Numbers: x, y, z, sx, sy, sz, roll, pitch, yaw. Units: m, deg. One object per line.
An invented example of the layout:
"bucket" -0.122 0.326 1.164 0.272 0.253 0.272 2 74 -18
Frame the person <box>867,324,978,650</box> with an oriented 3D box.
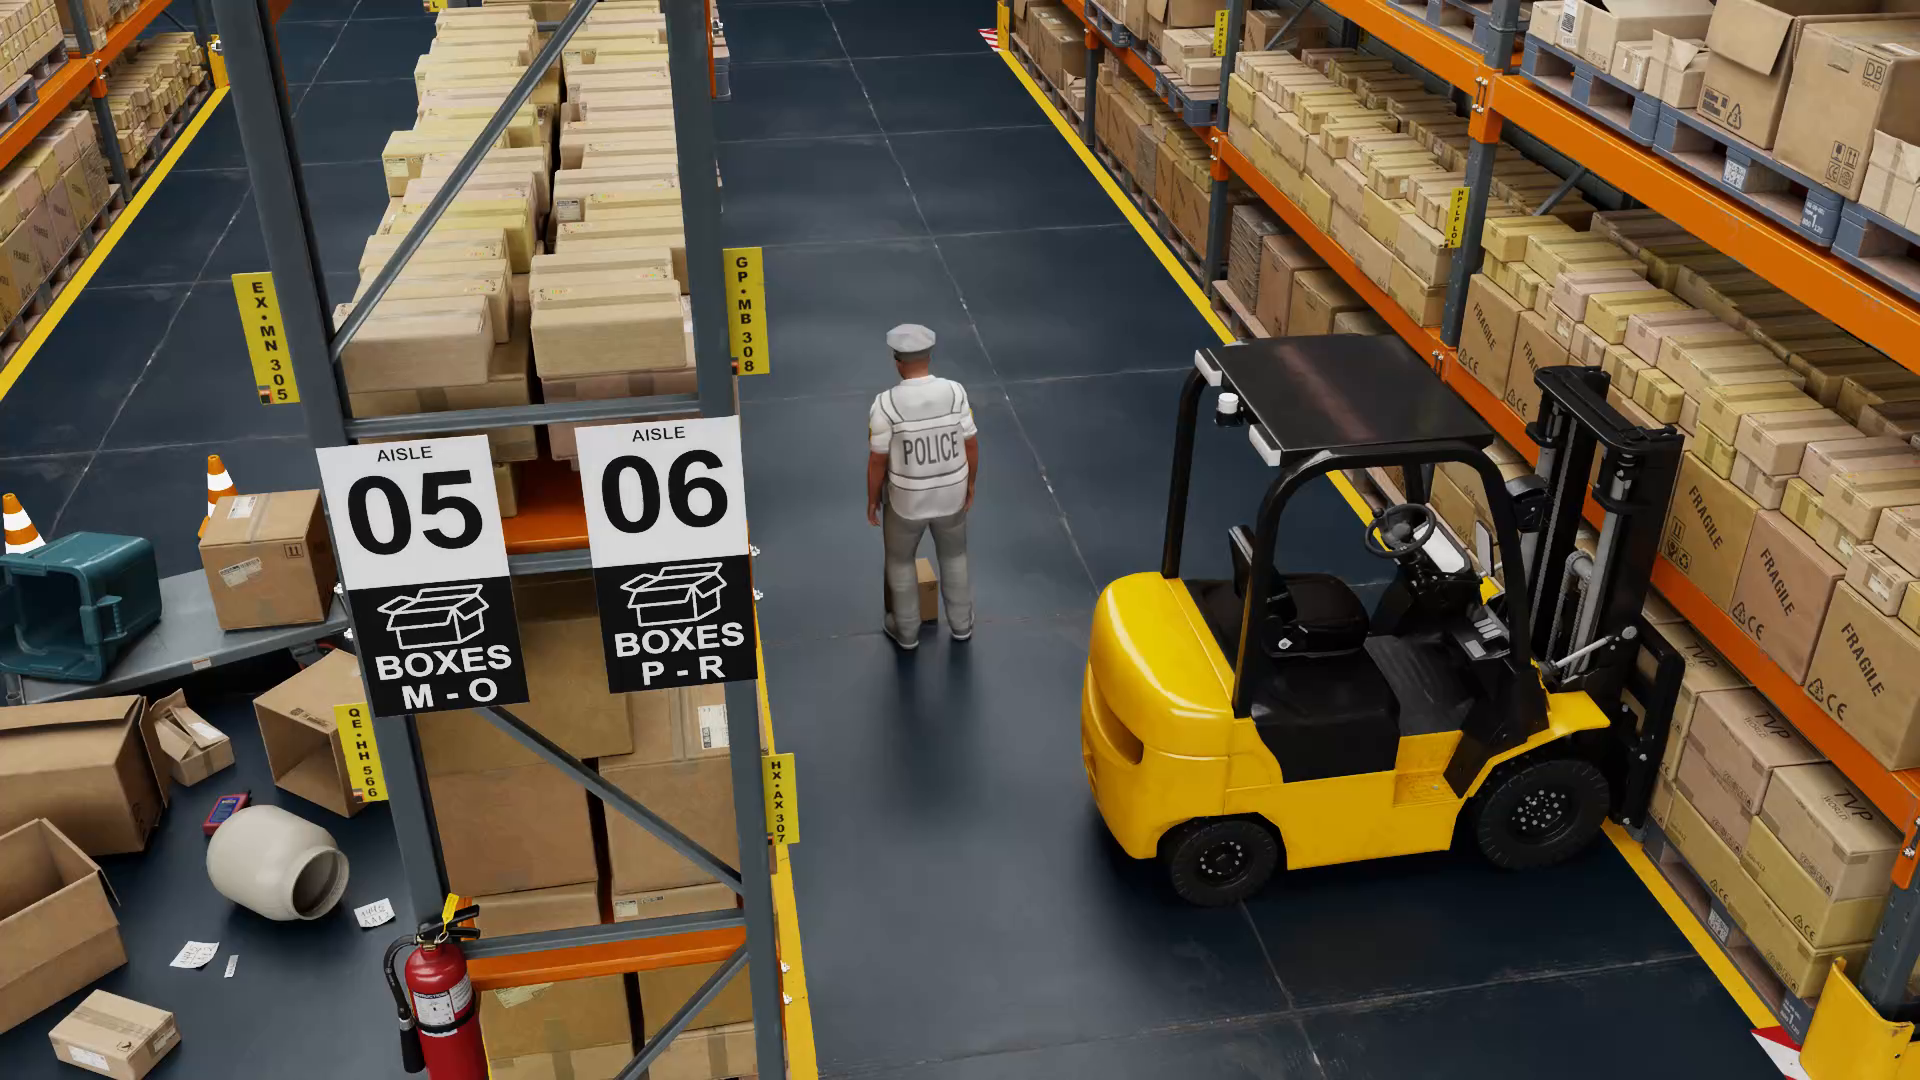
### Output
"person" -0.182 -0.232 8.523 0.607 1.747 0.438 -9 32 -15
